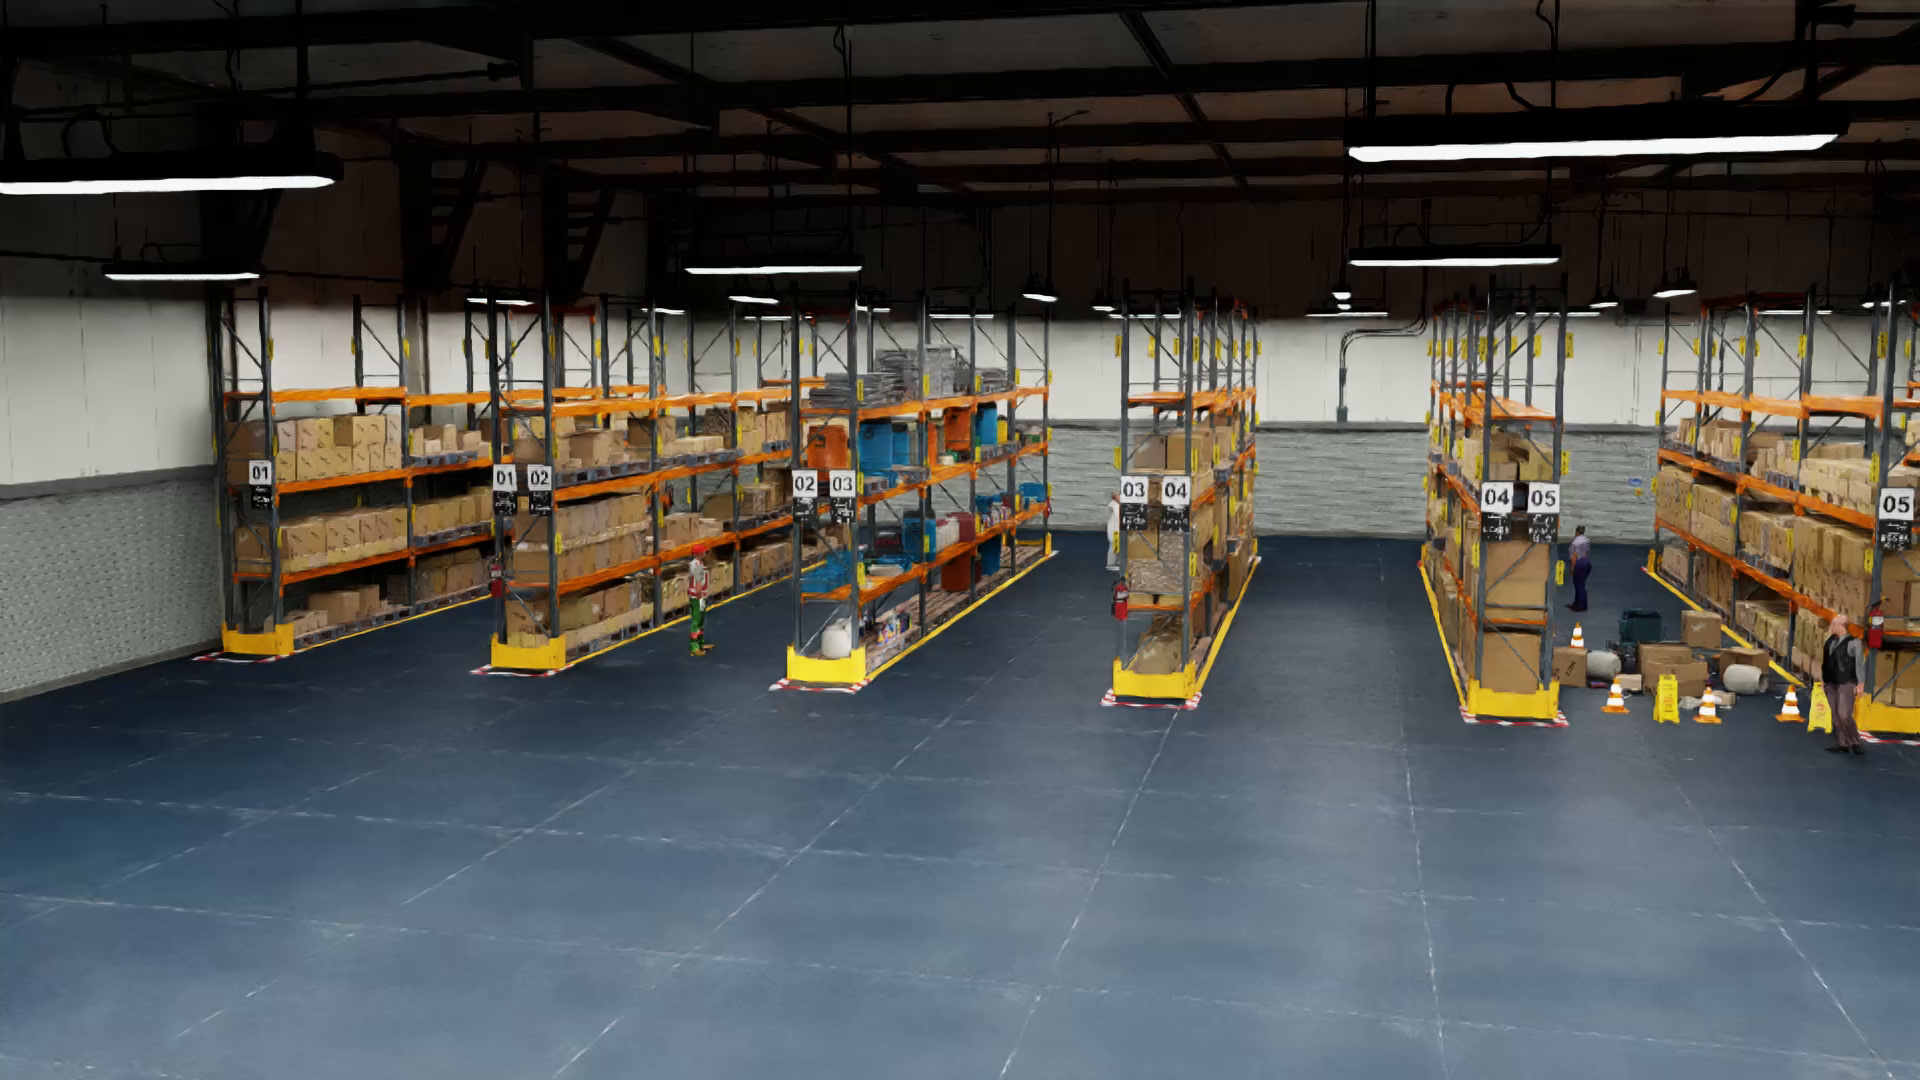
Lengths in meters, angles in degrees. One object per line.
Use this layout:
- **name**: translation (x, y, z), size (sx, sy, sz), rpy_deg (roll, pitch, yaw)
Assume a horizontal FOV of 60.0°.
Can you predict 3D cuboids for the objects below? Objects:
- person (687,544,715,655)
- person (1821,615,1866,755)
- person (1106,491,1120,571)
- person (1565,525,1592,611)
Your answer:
- **person**: translation (-4.255, 0.953, 27.373), size (0.466, 1.794, 0.629), rpy_deg (-2, 7, -15)
- **person**: translation (10.928, 1.787, 20.569), size (0.398, 1.708, 0.643), rpy_deg (-2, 7, -18)
- **person**: translation (3.559, -0.225, 37.651), size (0.522, 1.790, 0.641), rpy_deg (-1, 7, -5)
- **person**: translation (11.858, 0.521, 31.886), size (0.528, 1.646, 0.557), rpy_deg (6, 9, 43)
